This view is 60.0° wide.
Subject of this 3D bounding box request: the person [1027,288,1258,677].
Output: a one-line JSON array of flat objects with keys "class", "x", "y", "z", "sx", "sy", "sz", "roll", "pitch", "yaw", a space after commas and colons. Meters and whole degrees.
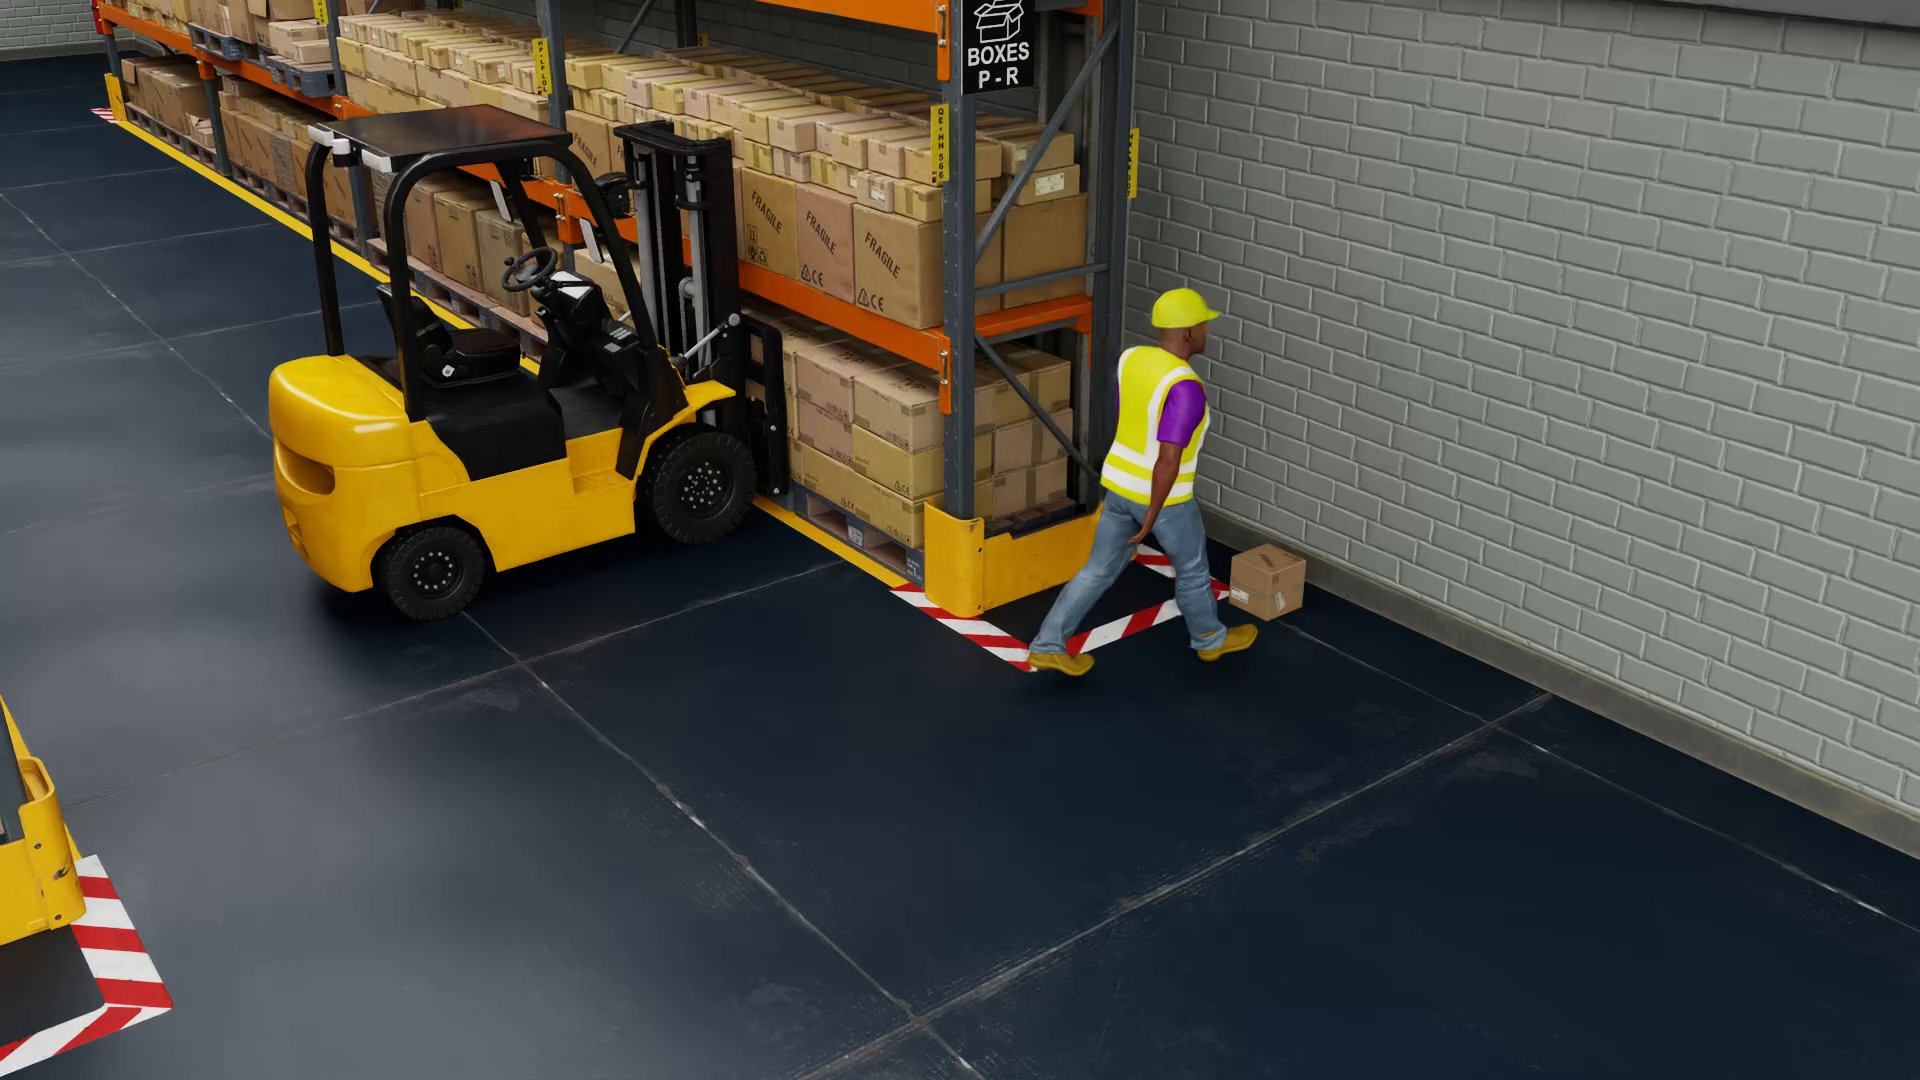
[{"class": "person", "x": 0.820, "y": -0.223, "z": 7.079, "sx": 1.057, "sy": 1.706, "sz": 0.569, "roll": -15, "pitch": 29, "yaw": -30}]
